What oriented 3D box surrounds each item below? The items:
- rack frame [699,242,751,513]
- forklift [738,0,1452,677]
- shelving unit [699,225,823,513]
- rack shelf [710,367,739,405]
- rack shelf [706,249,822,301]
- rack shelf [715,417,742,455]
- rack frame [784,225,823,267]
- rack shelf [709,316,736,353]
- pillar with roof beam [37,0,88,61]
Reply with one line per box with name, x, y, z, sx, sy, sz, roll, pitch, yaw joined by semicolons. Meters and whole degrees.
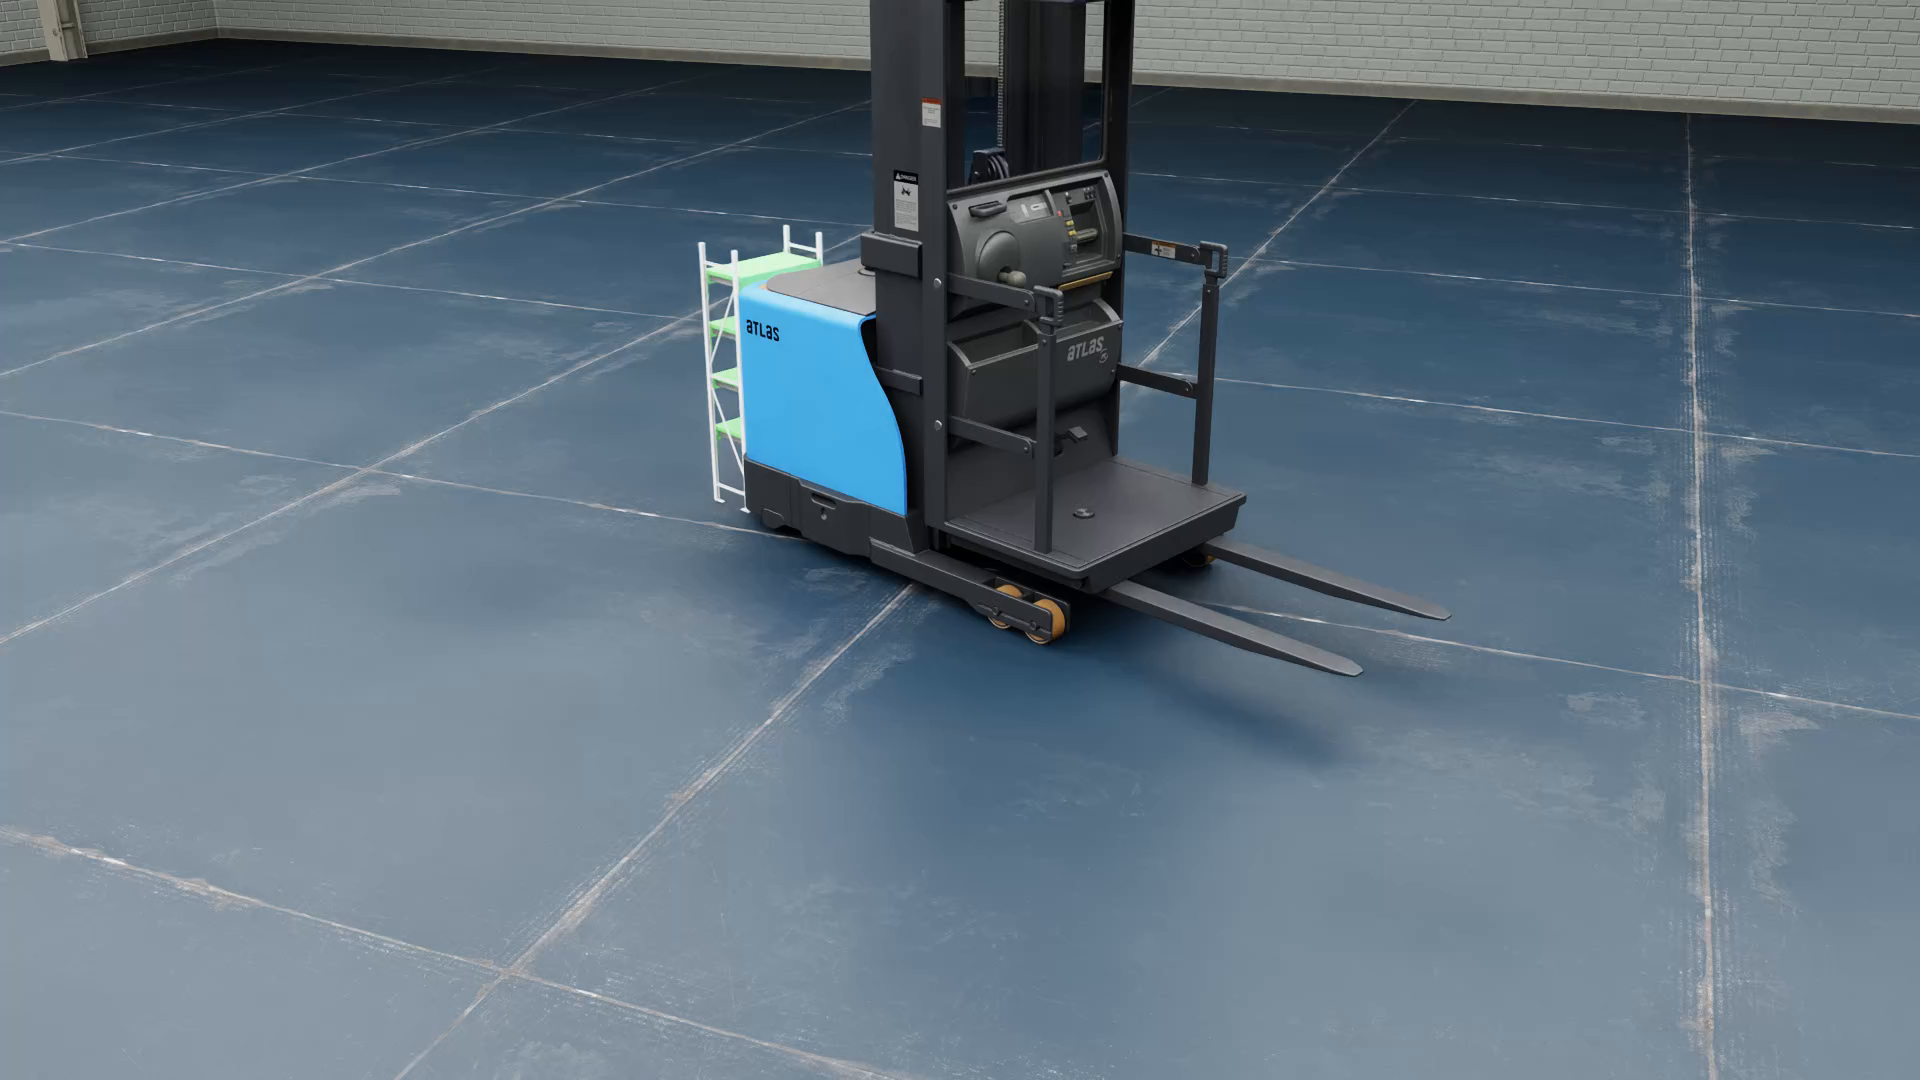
rack frame;-1.042;-0.708;7.389;0.240;1.200;0.015;20;30;39
forklift;0.457;-1.185;6.285;3.031;2.935;1.130;20;30;39
shelving unit;-0.876;-0.777;7.554;0.258;1.200;0.503;20;30;39
rack shelf;-0.876;-0.718;7.578;0.258;0.148;0.480;20;30;39
rack shelf;-0.876;-1.161;7.393;0.258;0.148;0.480;20;30;39
rack shelf;-0.876;-0.497;7.671;0.258;0.148;0.480;20;30;39
rack frame;-0.710;-0.846;7.718;0.240;1.200;0.015;20;30;39
rack shelf;-0.876;-0.940;7.486;0.258;0.148;0.480;20;30;39
pillar with roof beam;-8.652;-10.365;20.389;9.100;9.000;0.400;9;24;20
